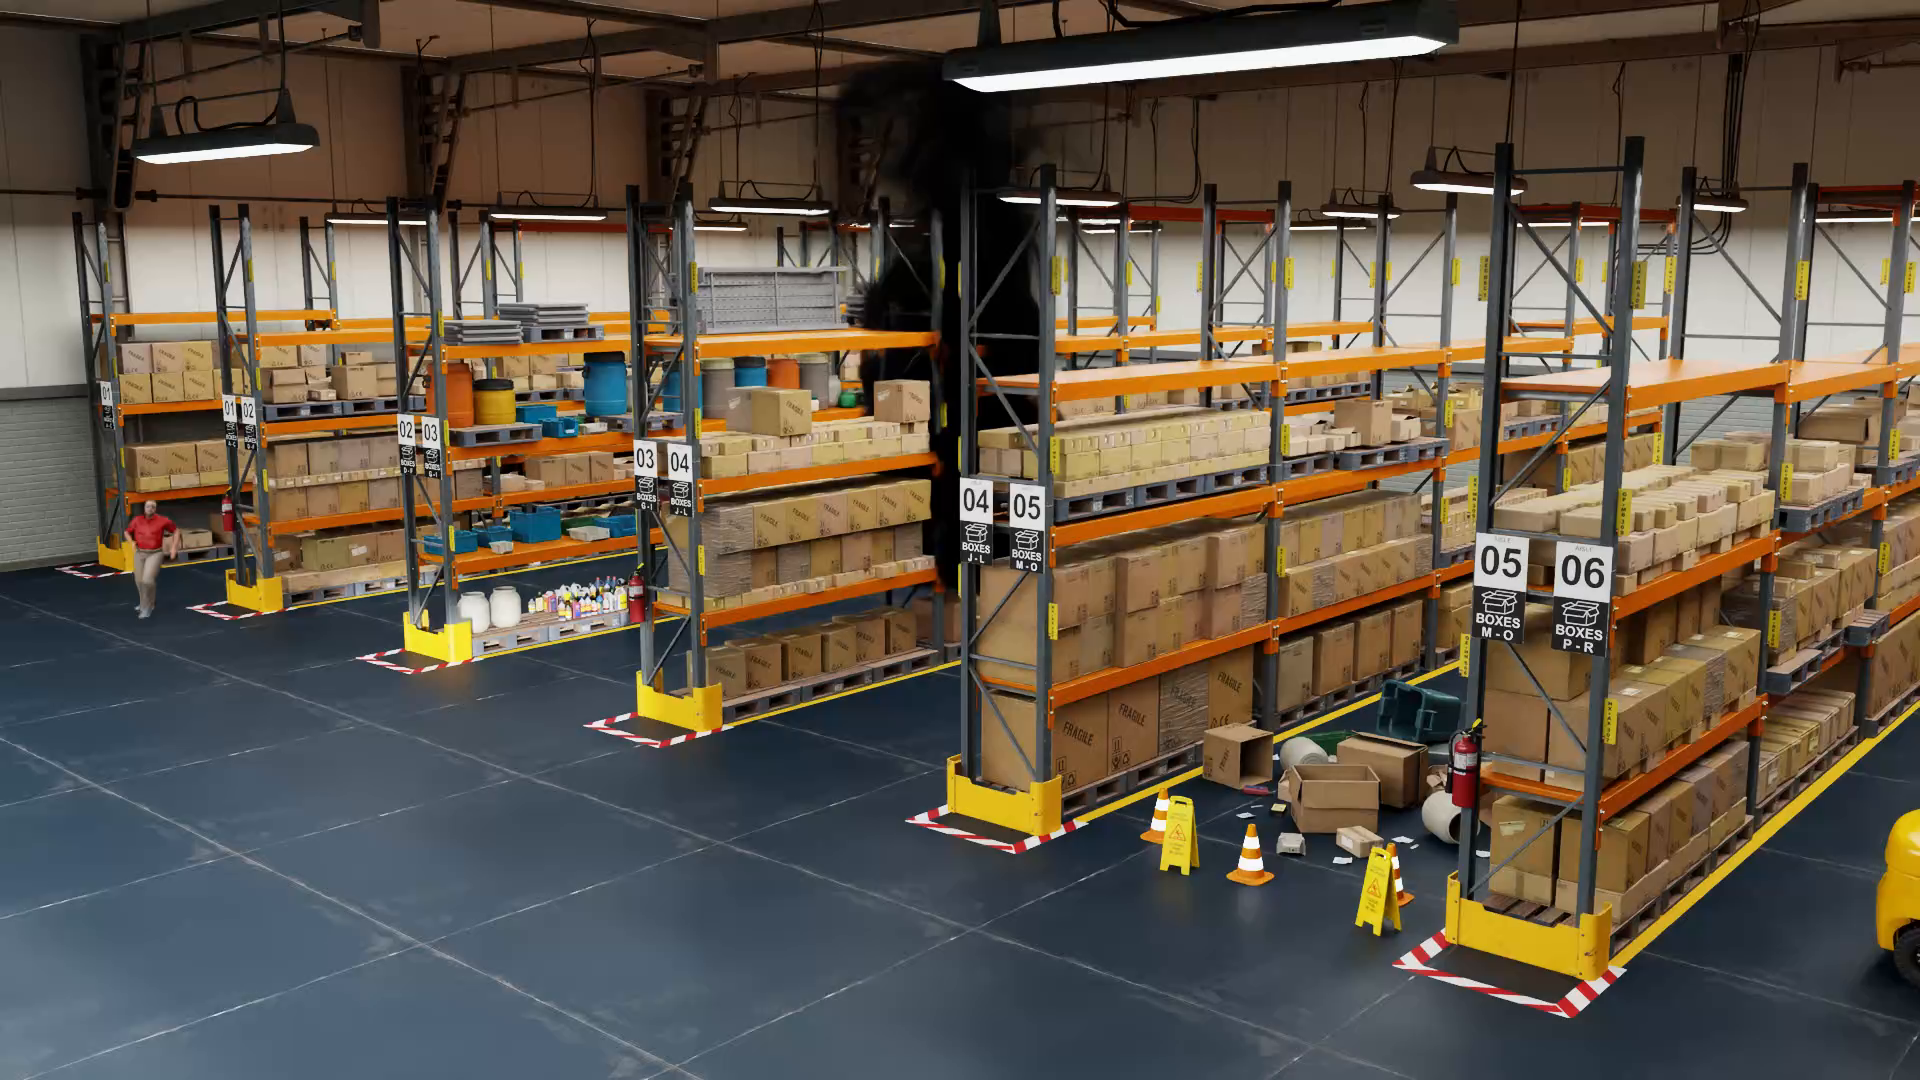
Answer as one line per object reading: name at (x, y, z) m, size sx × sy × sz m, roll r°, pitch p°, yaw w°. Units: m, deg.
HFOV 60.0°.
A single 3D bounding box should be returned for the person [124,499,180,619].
person at (-11.943, 0.274, 24.572) m, size 0.726 × 1.772 × 0.671 m, roll -1°, pitch 9°, yaw -4°
